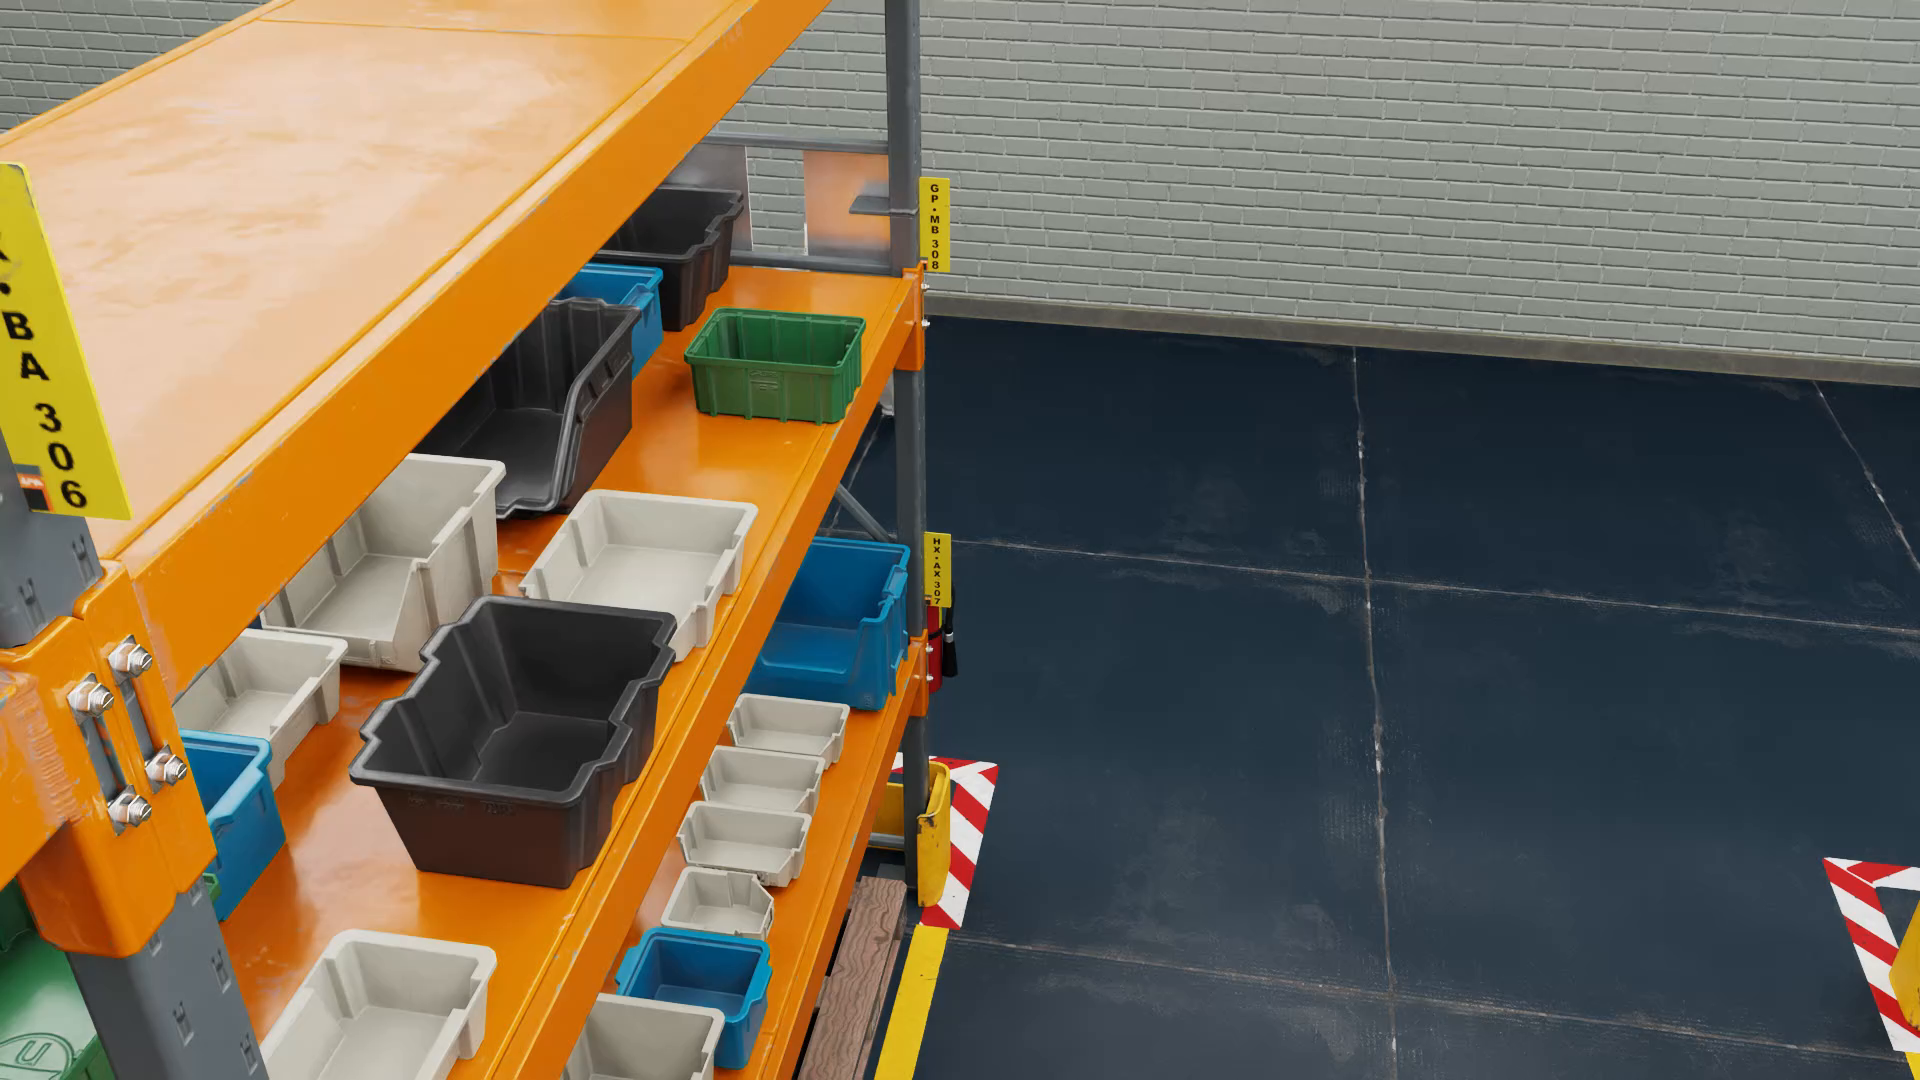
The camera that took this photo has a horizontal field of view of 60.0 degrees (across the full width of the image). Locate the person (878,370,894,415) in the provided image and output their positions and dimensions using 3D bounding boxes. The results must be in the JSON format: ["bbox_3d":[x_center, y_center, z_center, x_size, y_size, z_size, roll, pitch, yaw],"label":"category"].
[{"bbox_3d":[-0.599,-1.423,9.969,0.570,1.726,0.970,7,33,10],"label":"person"}]
